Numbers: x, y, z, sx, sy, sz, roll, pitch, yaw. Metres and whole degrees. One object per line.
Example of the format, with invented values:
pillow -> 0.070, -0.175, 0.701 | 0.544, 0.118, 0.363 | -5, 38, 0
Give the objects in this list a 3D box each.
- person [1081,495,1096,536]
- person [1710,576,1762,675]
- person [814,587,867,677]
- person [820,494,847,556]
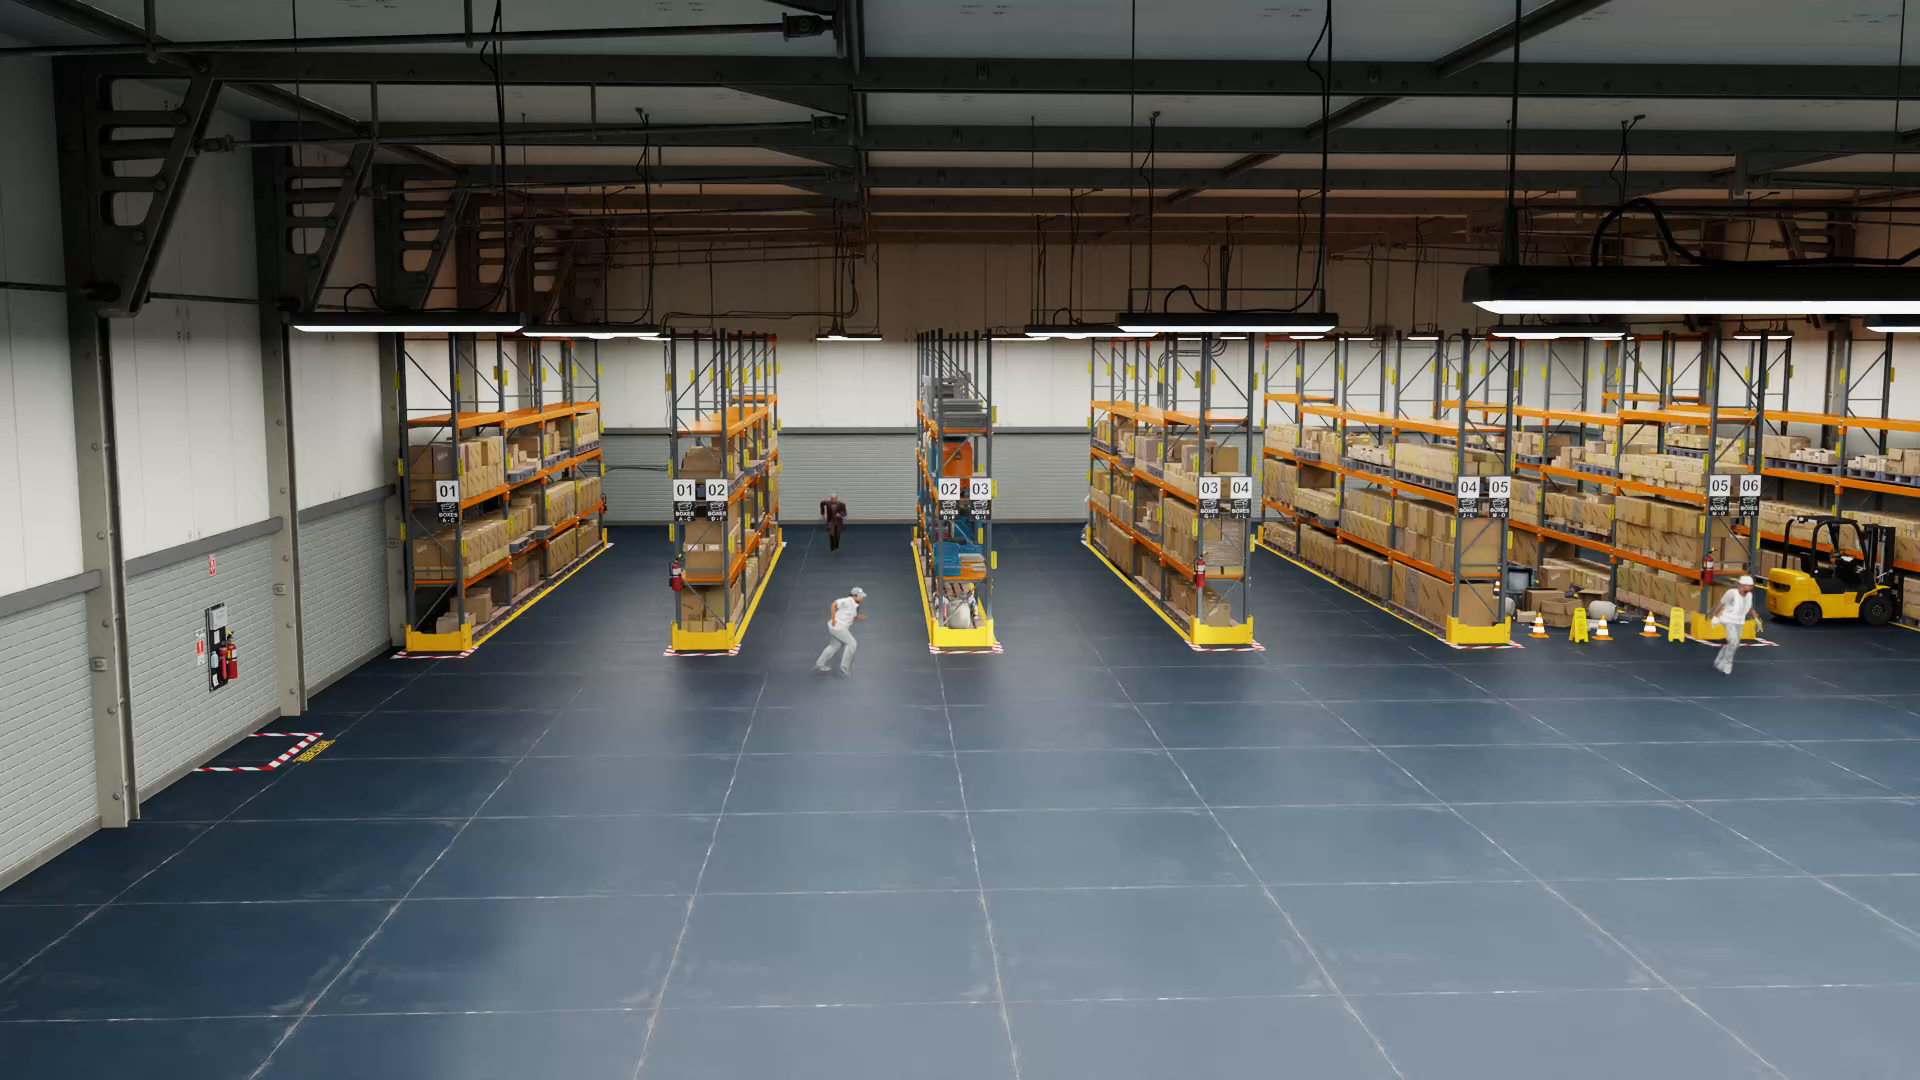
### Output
person -> 3.925, -0.830, 49.152 | 0.690, 1.567, 0.518 | 4, 8, 30
person -> 13.499, 1.461, 29.005 | 0.672, 1.728, 0.747 | -3, 7, -23
person -> -2.081, 1.602, 28.745 | 0.982, 1.596, 0.650 | 2, 7, 13
person -> -3.412, -0.346, 45.071 | 0.740, 1.668, 1.005 | 0, 7, -1
